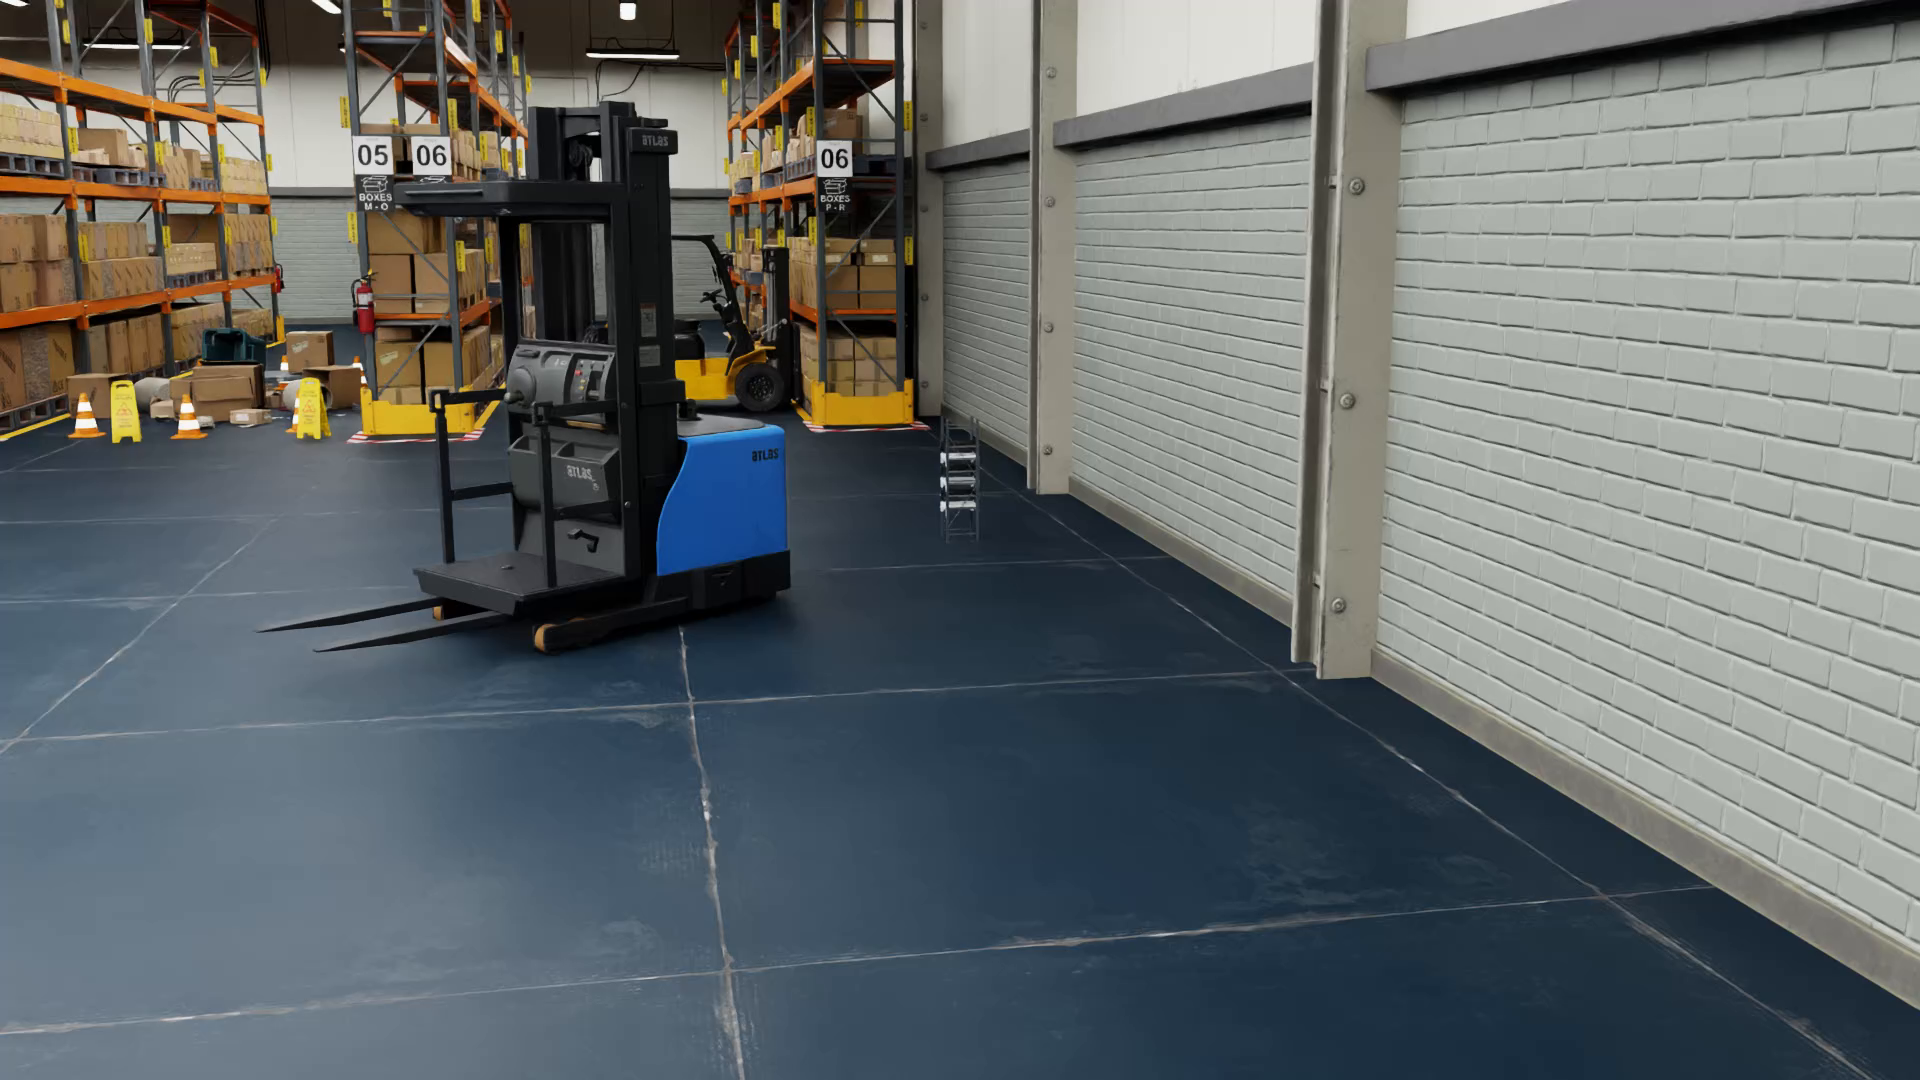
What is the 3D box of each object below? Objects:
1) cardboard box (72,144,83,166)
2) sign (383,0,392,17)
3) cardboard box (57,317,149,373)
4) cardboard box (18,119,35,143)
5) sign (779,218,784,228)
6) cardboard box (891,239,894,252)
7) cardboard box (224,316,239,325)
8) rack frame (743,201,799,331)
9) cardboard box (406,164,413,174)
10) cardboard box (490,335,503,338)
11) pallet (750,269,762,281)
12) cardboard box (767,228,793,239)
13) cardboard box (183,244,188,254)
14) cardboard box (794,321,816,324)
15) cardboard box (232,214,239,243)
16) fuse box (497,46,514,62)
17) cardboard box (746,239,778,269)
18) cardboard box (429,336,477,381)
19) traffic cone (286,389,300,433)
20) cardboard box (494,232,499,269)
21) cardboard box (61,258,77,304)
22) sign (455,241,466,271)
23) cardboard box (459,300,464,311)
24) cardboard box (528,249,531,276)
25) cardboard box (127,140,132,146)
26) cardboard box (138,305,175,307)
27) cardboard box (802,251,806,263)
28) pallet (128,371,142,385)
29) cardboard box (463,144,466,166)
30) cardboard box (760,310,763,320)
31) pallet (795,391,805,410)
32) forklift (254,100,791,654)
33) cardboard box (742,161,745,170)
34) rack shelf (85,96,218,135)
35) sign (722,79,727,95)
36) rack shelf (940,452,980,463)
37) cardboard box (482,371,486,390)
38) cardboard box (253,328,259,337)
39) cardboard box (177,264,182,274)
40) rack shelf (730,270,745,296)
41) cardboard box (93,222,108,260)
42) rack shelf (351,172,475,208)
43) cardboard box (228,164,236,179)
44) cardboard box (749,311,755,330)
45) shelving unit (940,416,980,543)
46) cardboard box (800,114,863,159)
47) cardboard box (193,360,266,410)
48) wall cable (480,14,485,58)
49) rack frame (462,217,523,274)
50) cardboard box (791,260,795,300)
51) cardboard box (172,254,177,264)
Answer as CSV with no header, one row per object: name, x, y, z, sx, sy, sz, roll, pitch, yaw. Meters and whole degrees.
cardboard box,-12.273,-5.292,22.803,0.500,0.311,0.500,-2,11,-12
sign,-7.325,-6.861,21.255,0.100,0.325,0.005,-2,11,-11
cardboard box,-12.192,-2.759,23.566,1.050,0.750,0.750,-2,11,-10
cardboard box,-11.077,-4.736,19.249,0.500,0.250,0.500,-2,11,-12
sign,-3.699,-6.521,34.494,0.100,0.325,0.005,-2,11,-11
cardboard box,-0.982,-3.480,19.662,0.380,0.149,0.250,-2,11,-9
cardboard box,-13.033,-3.889,29.515,0.380,0.149,0.250,-2,11,-8
rack frame,-3.470,-5.047,30.690,1.000,3.000,0.127,-2,11,-11
cardboard box,-6.431,-4.214,18.961,0.380,0.149,0.250,-2,11,-11
cardboard box,-7.460,-2.944,25.544,0.950,0.372,0.625,-3,11,-15
pallet,-3.075,-4.575,28.727,1.003,0.211,1.213,-2,11,-11
cardboard box,-3.498,-5.771,32.092,0.500,0.500,0.500,-2,11,-13
cardboard box,-12.553,-4.641,26.518,0.380,0.149,0.250,-2,11,-9
cardboard box,-2.128,-2.826,22.580,0.500,0.250,0.500,-2,11,-12
cardboard box,-13.138,-5.540,29.542,0.500,0.500,0.500,-2,11,-13
fuse box,-10.478,-11.137,38.087,0.513,0.334,0.176,-2,11,-11
cardboard box,-3.342,-4.967,28.877,0.700,0.500,0.500,-2,11,-11
cardboard box,-6.001,-2.147,19.679,0.500,0.500,0.500,-3,11,-13
traffic cone,-7.353,-1.451,18.580,0.336,0.463,0.334,-2,11,-11
cardboard box,-6.773,-4.079,23.421,0.500,0.500,0.500,-2,11,-11
cardboard box,-11.534,-3.206,20.619,0.875,0.550,0.550,-2,11,-11
sign,-5.472,-3.110,18.198,0.100,0.325,0.005,-2,11,-11
cardboard box,-5.902,-2.709,19.077,0.380,0.149,0.250,-2,11,-13
cardboard box,-8.457,-5.289,31.694,0.500,0.500,0.500,-2,11,-9
cardboard box,-12.844,-5.991,25.311,0.396,0.266,0.258,-2,11,-11
cardboard box,-13.088,-3.677,27.052,0.500,0.250,0.500,-2,11,-9
cardboard box,-1.752,-3.502,20.569,0.380,0.149,0.250,-2,11,-11
pallet,-12.083,-2.193,23.154,1.003,0.211,1.213,-2,11,-11
cardboard box,-6.054,-4.499,19.397,0.500,0.250,0.500,-2,11,-9
cardboard box,-3.120,-3.741,27.654,0.380,0.149,0.250,-3,11,-14
pallet,-1.560,-1.838,21.290,1.003,0.211,1.213,-2,11,-11
forklift,-2.396,-0.930,9.243,1.130,2.935,3.031,9,14,40
cardboard box,-3.636,-6.587,29.246,0.380,0.149,0.250,-2,11,-12
rack shelf,-12.785,-6.698,26.312,1.077,0.370,4.000,-2,11,-11
sign,-4.780,-9.206,33.785,0.100,0.325,0.005,-2,11,-11
rack shelf,-0.002,-0.588,12.093,0.258,0.077,0.200,-2,11,-11
cardboard box,-6.196,-1.965,20.727,0.500,0.250,0.500,-2,11,-10
cardboard box,-13.323,-3.882,31.073,0.380,0.149,0.250,-2,11,-10
cardboard box,-12.444,-4.254,26.073,0.380,0.149,0.250,-2,11,-8
rack shelf,-3.859,-5.060,32.685,1.077,0.370,4.000,-2,11,-11
cardboard box,-11.920,-4.018,22.343,0.700,0.500,0.500,-2,11,-11
rack shelf,-6.393,-4.152,19.889,1.077,0.370,4.000,-2,11,-11
cardboard box,-13.124,-6.501,29.373,0.500,0.250,0.500,-2,11,-11
cardboard box,-3.596,-3.928,30.376,0.500,0.500,0.500,-2,11,-9
shelving unit,-0.002,-0.444,12.120,0.258,0.900,0.210,-2,11,-11
cardboard box,-1.562,-4.888,20.175,0.700,0.500,0.500,-2,11,-11
cardboard box,-9.019,-1.906,20.504,0.797,0.637,0.503,-2,11,-11
wall cable,-12.016,-12.470,37.600,2.355,3.000,0.029,-2,11,-11
rack frame,-8.338,-4.866,29.738,1.000,3.000,0.127,-2,11,-11
cardboard box,-1.966,-3.443,21.996,0.500,0.500,0.500,-2,11,-10
cardboard box,-12.403,-4.357,25.819,0.380,0.149,0.250,-2,11,-13
